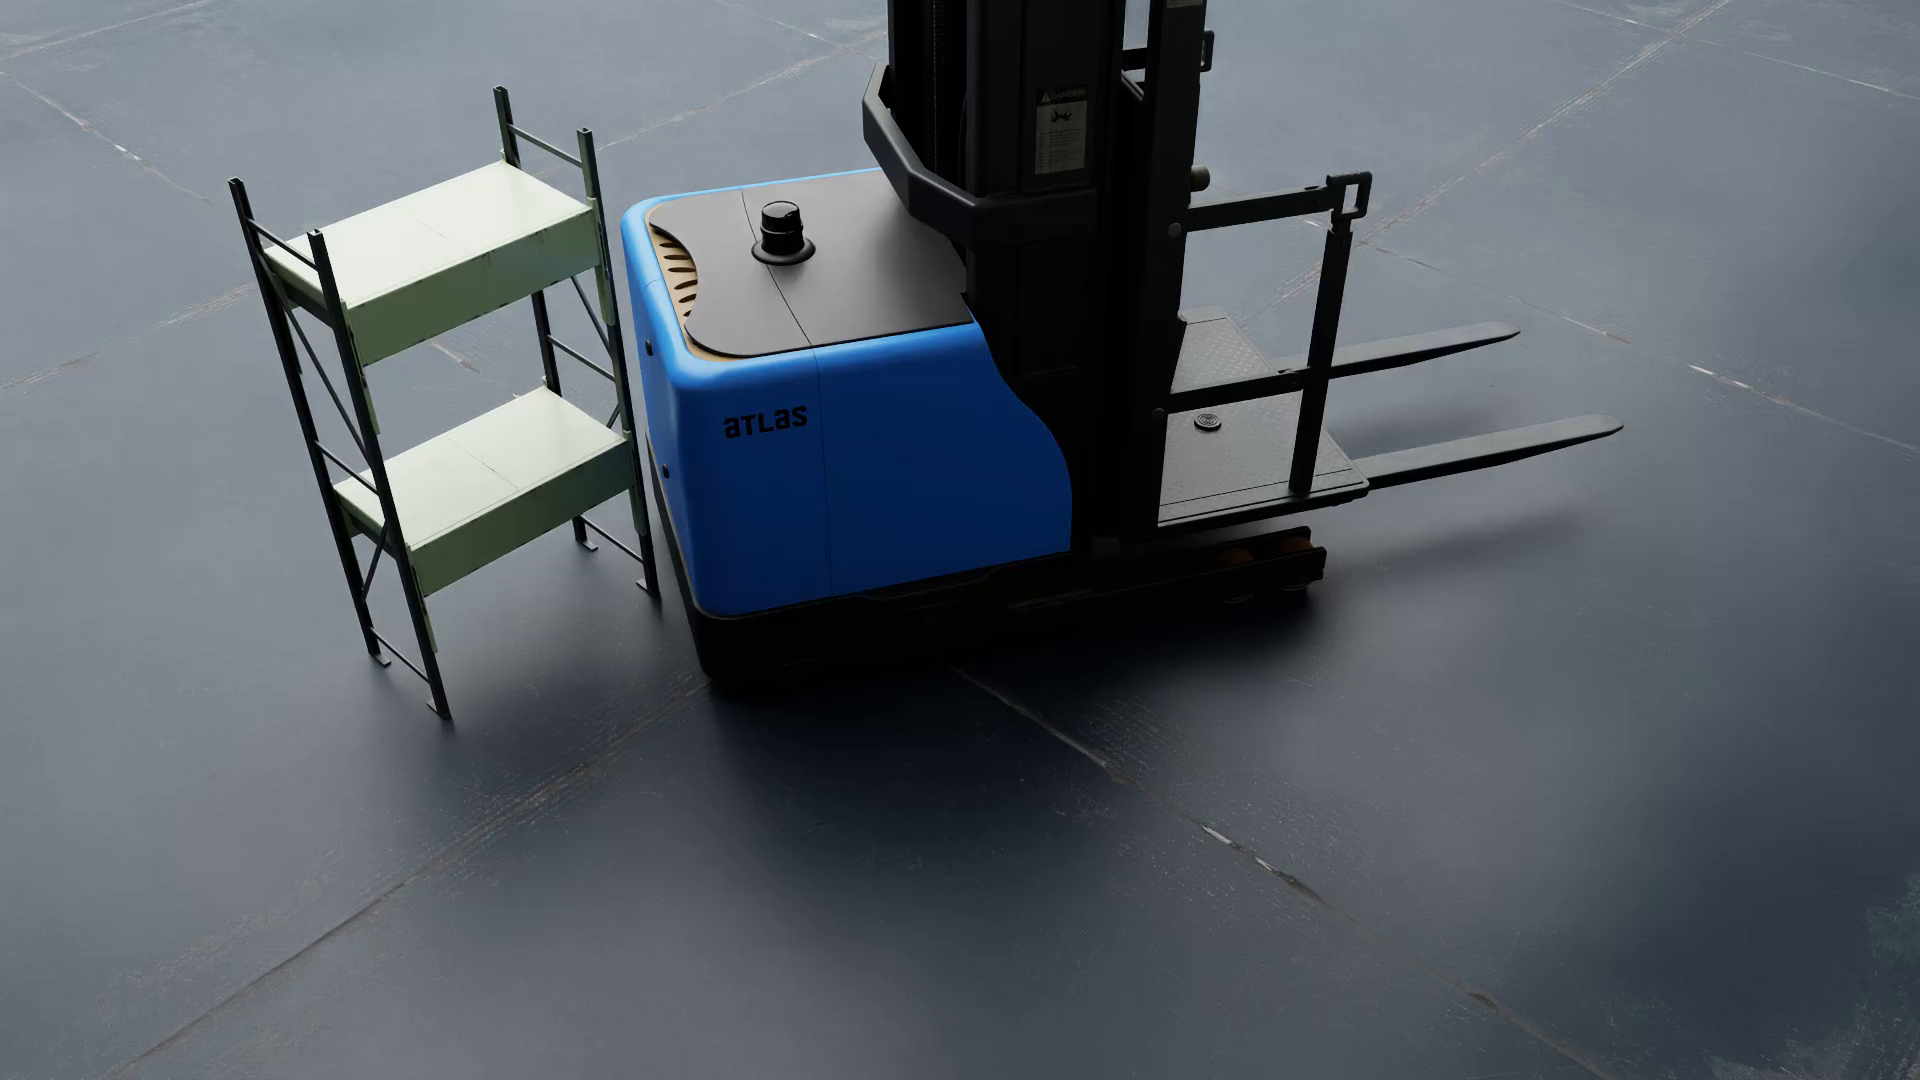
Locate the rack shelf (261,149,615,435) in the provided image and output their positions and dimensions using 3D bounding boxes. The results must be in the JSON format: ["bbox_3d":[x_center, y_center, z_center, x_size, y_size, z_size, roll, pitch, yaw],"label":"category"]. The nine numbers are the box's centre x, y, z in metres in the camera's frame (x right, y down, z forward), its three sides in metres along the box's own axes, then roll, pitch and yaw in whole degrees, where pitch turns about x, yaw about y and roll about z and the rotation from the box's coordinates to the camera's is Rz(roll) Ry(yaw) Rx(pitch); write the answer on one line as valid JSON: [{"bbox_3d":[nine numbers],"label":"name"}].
[{"bbox_3d":[-1.316,-0.648,4.233,0.431,0.370,0.720,31,48,33],"label":"rack shelf"}]

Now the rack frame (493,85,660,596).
[{"bbox_3d":[-1.063,-0.507,4.683,0.400,1.500,0.023,31,48,33],"label":"rack frame"}]

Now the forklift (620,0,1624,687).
[{"bbox_3d":[0.595,-1.261,4.481,3.031,2.935,1.130,-11,40,-13],"label":"forklift"}]

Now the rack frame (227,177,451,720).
[{"bbox_3d":[-1.570,-0.178,4.269,0.400,1.500,0.023,31,48,33],"label":"rack frame"}]

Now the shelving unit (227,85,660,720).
[{"bbox_3d":[-1.316,-0.343,4.476,0.431,1.500,0.755,31,48,33],"label":"shelving unit"}]

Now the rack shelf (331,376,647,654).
[{"bbox_3d":[-1.316,-0.087,4.679,0.431,0.370,0.720,31,48,33],"label":"rack shelf"}]
